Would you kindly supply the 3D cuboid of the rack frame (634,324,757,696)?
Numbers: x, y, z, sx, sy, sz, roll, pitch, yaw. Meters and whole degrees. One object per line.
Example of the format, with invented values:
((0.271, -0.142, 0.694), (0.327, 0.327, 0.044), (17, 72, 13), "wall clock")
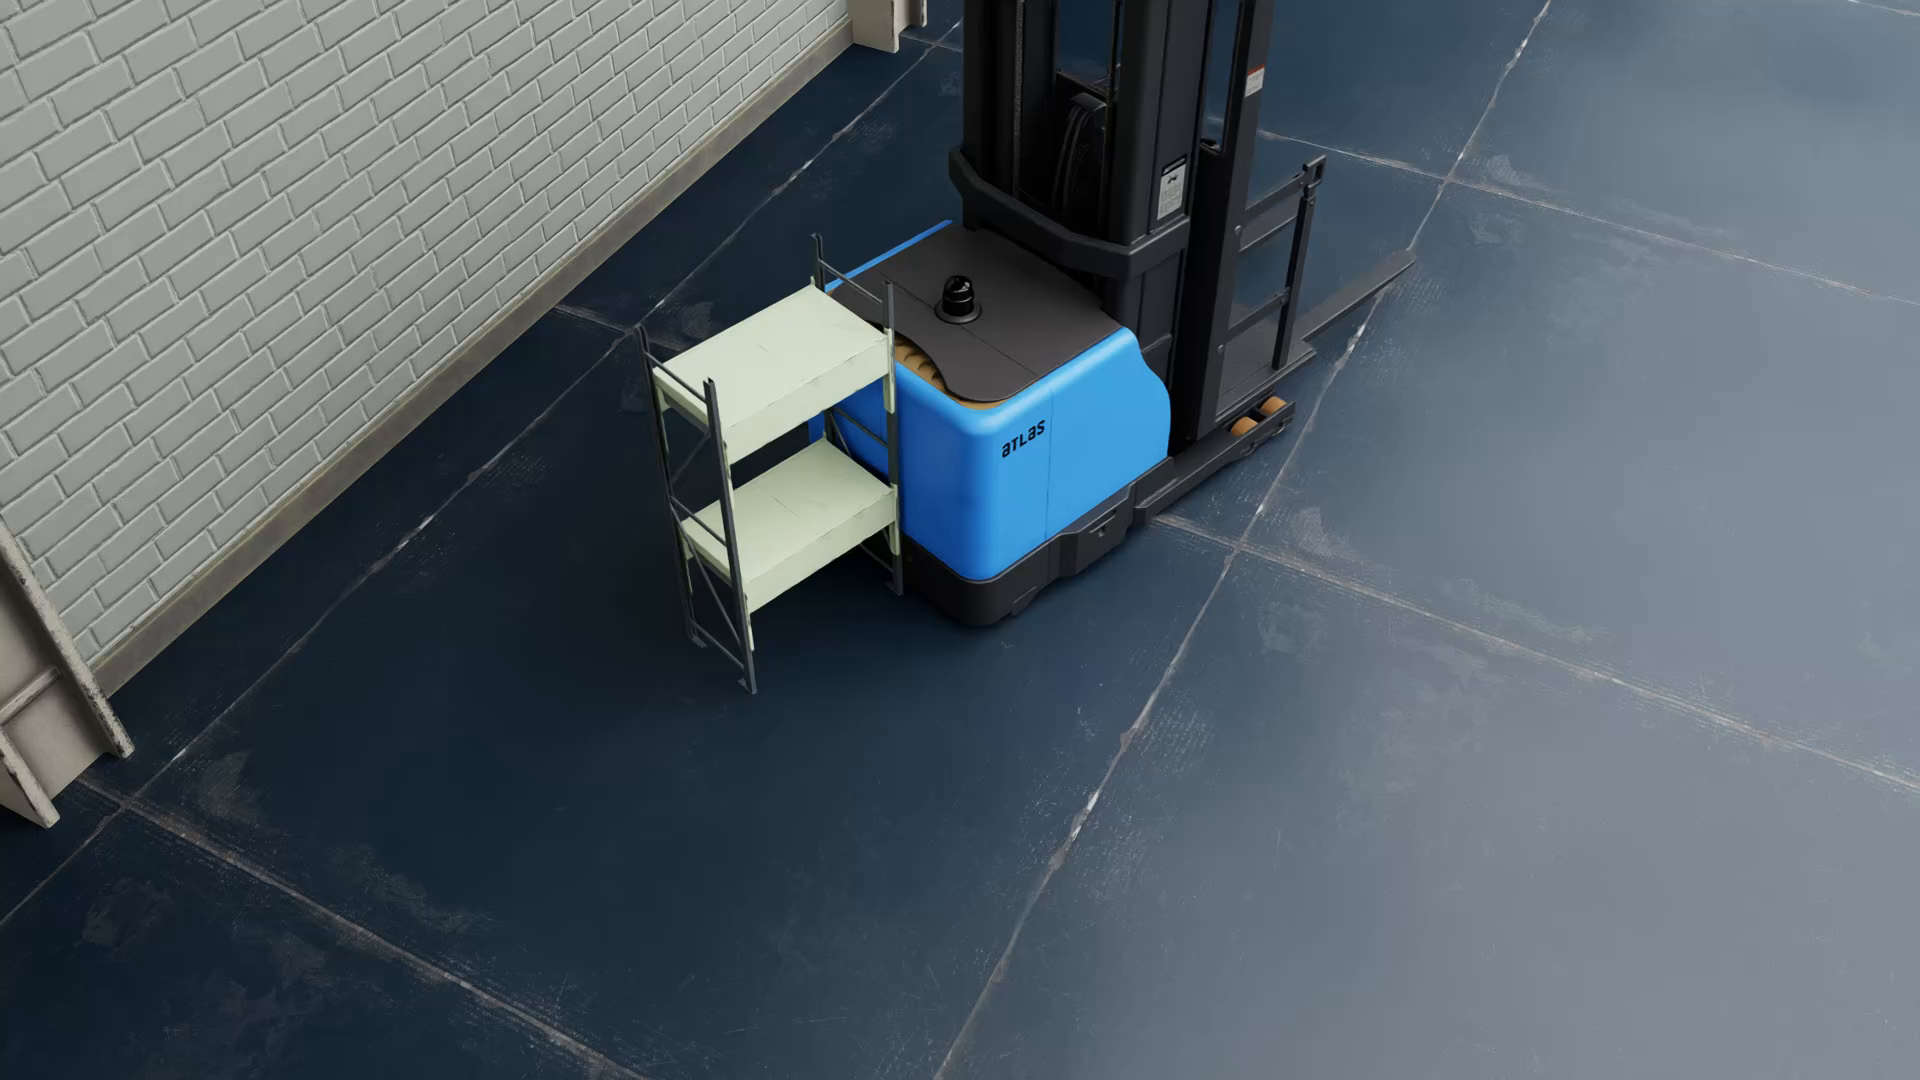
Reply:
((-0.899, -0.058, 5.753), (0.023, 1.500, 0.400), (-34, 54, -29), "rack frame")

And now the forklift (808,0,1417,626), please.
((0.803, -1.630, 6.300), (3.031, 2.935, 1.130), (-34, 54, -29), "forklift")

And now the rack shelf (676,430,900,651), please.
((-0.633, -0.007, 6.161), (0.720, 0.370, 0.431), (-34, 54, -29), "rack shelf")

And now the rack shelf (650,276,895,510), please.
((-0.633, -0.511, 5.651), (0.720, 0.370, 0.431), (-34, 54, -29), "rack shelf")

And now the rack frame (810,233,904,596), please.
((-0.366, -0.414, 6.105), (0.023, 1.500, 0.400), (-34, 54, -29), "rack frame")

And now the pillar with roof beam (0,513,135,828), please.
((0.609, -0.916, 1.328), (9.100, 9.000, 0.400), (20, 49, 19), "pillar with roof beam")

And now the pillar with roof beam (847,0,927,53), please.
((3.394, -4.696, 5.064), (9.100, 9.000, 0.400), (20, 49, 19), "pillar with roof beam")

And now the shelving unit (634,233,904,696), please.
((-0.633, -0.236, 5.929), (0.755, 1.500, 0.431), (-34, 54, -29), "shelving unit")
